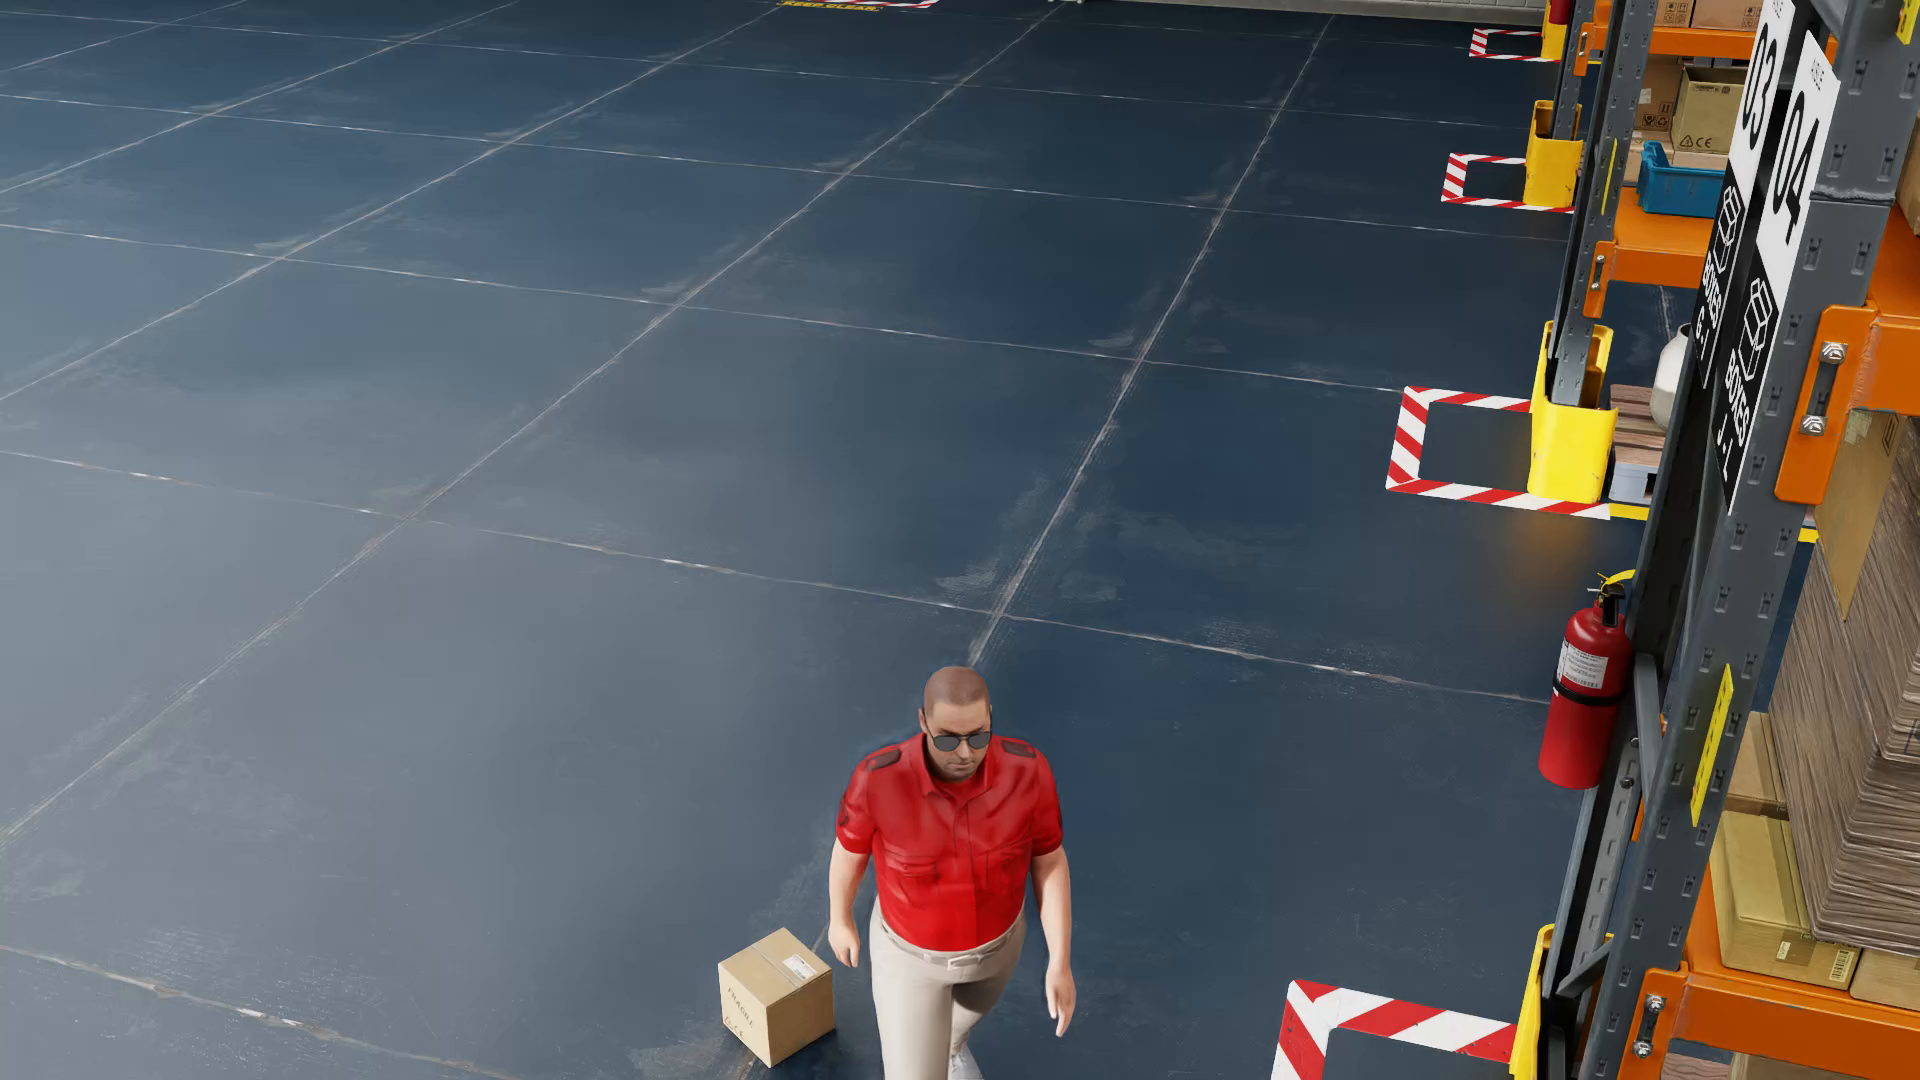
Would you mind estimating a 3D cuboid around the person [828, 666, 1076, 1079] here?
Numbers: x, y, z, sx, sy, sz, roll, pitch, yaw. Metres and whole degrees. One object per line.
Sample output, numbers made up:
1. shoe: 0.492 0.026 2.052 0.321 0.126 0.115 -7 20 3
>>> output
1. person: -0.017 1.046 4.260 0.575 1.694 0.991 -8 30 -14
